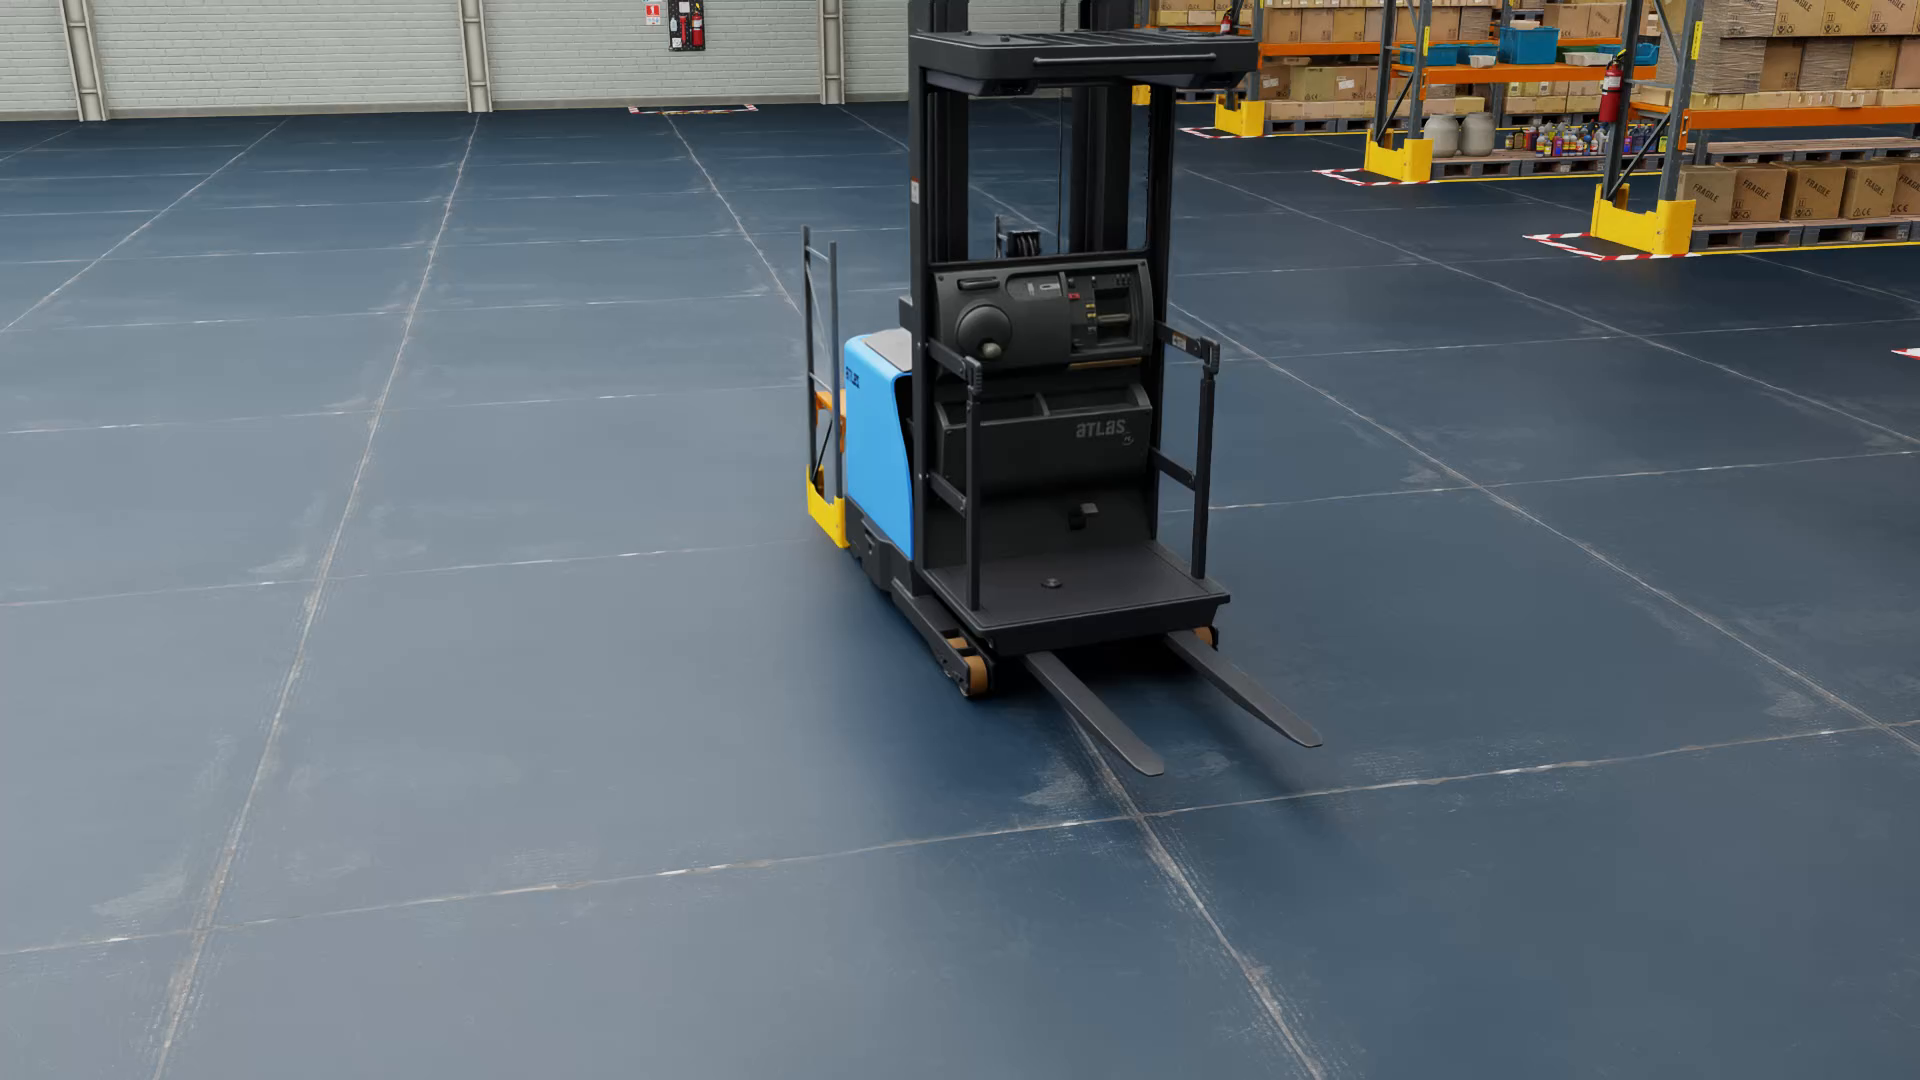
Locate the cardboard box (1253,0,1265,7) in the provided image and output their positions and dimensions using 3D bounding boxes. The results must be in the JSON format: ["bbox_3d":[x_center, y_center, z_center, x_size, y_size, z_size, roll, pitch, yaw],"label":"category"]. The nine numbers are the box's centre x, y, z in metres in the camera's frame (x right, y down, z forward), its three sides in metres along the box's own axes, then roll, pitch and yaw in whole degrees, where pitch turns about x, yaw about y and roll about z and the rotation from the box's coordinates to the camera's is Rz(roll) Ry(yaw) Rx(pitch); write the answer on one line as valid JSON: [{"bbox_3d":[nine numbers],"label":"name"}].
[{"bbox_3d":[4.572,-8.045,24.827,0.250,0.149,0.380,-5,21,-13],"label":"cardboard box"}]

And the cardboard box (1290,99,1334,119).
[{"bbox_3d":[5.303,-6.514,25.124,0.500,0.250,0.500,-5,21,-12],"label":"cardboard box"}]

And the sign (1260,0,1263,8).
[{"bbox_3d":[4.366,-7.857,24.028,0.005,0.325,0.100,-5,21,-12],"label":"sign"}]

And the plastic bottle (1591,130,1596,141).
[{"bbox_3d":[8.027,-5.025,20.980,0.133,0.283,0.061,-5,21,-12],"label":"plastic bottle"}]

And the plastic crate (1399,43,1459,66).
[{"bbox_3d":[5.798,-6.011,20.579,0.616,0.251,0.499,-5,21,-12],"label":"plastic crate"}]

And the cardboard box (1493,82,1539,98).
[{"bbox_3d":[8.596,-7.035,25.730,0.500,0.311,0.500,-5,21,-12],"label":"cardboard box"}]

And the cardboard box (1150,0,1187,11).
[{"bbox_3d":[3.634,-9.486,28.947,0.500,0.500,0.500,-5,21,-12],"label":"cardboard box"}]

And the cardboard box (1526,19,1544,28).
[{"bbox_3d":[8.950,-7.984,25.945,0.258,0.266,0.396,-5,21,-14],"label":"cardboard box"}]

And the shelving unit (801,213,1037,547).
[{"bbox_3d":[-0.195,-0.827,8.391,1.083,1.500,0.587,-7,21,-19],"label":"shelving unit"}]

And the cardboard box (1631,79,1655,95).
[{"bbox_3d":[10.580,-7.196,26.169,0.500,0.311,0.500,-5,21,-13],"label":"cardboard box"}]

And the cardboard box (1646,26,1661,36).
[{"bbox_3d":[10.801,-7.995,26.144,0.250,0.149,0.380,-3,20,-8],"label":"cardboard box"}]

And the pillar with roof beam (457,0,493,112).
[{"bbox_3d":[-7.105,-10.028,22.608,0.400,9.000,9.100,-5,21,-12],"label":"pillar with roof beam"}]

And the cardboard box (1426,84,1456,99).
[{"bbox_3d":[7.246,-7.029,25.438,0.500,0.500,0.500,-5,21,-12],"label":"cardboard box"}]

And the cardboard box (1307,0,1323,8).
[{"bbox_3d":[5.175,-7.951,24.571,0.250,0.149,0.380,-5,21,-12],"label":"cardboard box"}]

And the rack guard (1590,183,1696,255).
[{"bbox_3d":[6.594,-3.115,16.093,0.348,0.500,1.175,-5,21,-12],"label":"rack guard"}]

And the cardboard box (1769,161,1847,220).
[{"bbox_3d":[8.319,-3.452,16.402,0.500,0.500,0.500,-3,20,-7],"label":"cardboard box"}]

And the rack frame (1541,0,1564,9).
[{"bbox_3d":[10.886,-9.890,30.954,0.127,3.000,1.000,-5,21,-12],"label":"rack frame"}]

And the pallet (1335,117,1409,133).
[{"bbox_3d":[6.163,-6.460,25.643,1.213,0.211,1.003,-5,21,-12],"label":"pallet"}]

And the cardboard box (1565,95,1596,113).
[{"bbox_3d":[9.587,-6.853,26.049,0.500,0.250,0.500,-5,21,-14],"label":"cardboard box"}]

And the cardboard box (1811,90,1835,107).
[{"bbox_3d":[8.067,-4.209,15.809,0.250,0.149,0.380,-5,21,-12],"label":"cardboard box"}]

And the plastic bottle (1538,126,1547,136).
[{"bbox_3d":[7.453,-5.183,21.422,0.135,0.276,0.152,-5,21,-14],"label":"plastic bottle"}]

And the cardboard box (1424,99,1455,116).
[{"bbox_3d":[7.247,-6.676,25.565,0.500,0.250,0.500,-5,21,-12],"label":"cardboard box"}]

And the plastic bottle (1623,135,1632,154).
[{"bbox_3d":[8.376,-4.999,20.911,0.133,0.283,0.061,-3,20,-9],"label":"plastic bottle"}]

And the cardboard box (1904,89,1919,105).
[{"bbox_3d":[9.043,-4.284,16.014,0.250,0.149,0.380,-5,21,-12],"label":"cardboard box"}]

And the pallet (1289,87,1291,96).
[{"bbox_3d":[6.347,-8.200,30.392,1.213,0.211,1.003,-5,21,-12],"label":"pallet"}]

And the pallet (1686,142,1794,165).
[{"bbox_3d":[10.028,-5.023,21.721,1.213,0.211,1.003,-5,21,-12],"label":"pallet"}]

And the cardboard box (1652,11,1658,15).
[{"bbox_3d":[13.007,-9.874,31.245,0.250,0.149,0.380,-4,20,-11],"label":"cardboard box"}]

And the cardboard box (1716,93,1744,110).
[{"bbox_3d":[7.100,-4.121,15.570,0.250,0.149,0.380,-5,21,-12],"label":"cardboard box"}]

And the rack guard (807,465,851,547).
[{"bbox_3d":[-0.661,-0.179,8.441,0.087,0.250,0.587,-7,21,-19],"label":"rack guard"}]

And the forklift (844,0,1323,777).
[{"bbox_3d":[0.423,-0.912,6.543,1.130,2.935,3.031,-7,21,-19],"label":"forklift"}]

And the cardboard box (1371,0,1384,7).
[{"bbox_3d":[6.171,-8.031,24.790,0.250,0.149,0.380,-4,21,-12],"label":"cardboard box"}]

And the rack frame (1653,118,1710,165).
[{"bbox_3d":[9.273,-6.258,21.037,0.127,3.000,1.000,-5,21,-12],"label":"rack frame"}]

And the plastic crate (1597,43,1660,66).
[{"bbox_3d":[8.258,-6.009,20.575,0.616,0.251,0.499,-5,21,-12],"label":"plastic crate"}]

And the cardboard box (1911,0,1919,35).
[{"bbox_3d":[9.065,-5.049,15.705,0.500,0.500,0.500,-5,21,-12],"label":"cardboard box"}]

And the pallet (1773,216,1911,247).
[{"bbox_3d":[8.577,-3.128,16.546,1.213,0.211,1.003,-5,21,-12],"label":"pallet"}]

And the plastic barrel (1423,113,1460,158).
[{"bbox_3d":[6.003,-5.048,20.740,0.421,0.512,0.421,0,20,0],"label":"plastic barrel"}]

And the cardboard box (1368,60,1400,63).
[{"bbox_3d":[6.640,-7.163,25.805,0.500,0.500,0.500,-5,21,-12],"label":"cardboard box"}]

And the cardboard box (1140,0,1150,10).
[{"bbox_3d":[3.510,-9.657,29.415,0.500,0.500,0.500,-5,21,-13],"label":"cardboard box"}]

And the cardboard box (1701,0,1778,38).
[{"bbox_3d":[7.118,-4.892,15.276,0.500,0.500,0.500,-5,21,-12],"label":"cardboard box"}]

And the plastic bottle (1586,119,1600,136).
[{"bbox_3d":[8.208,-5.281,21.580,0.185,0.351,0.144,-6,21,-15],"label":"plastic bottle"}]

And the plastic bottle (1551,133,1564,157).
[{"bbox_3d":[7.441,-4.923,20.703,0.133,0.283,0.061,-4,21,-12],"label":"plastic bottle"}]

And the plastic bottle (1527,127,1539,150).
[{"bbox_3d":[7.343,-5.139,21.293,0.133,0.283,0.061,-5,21,-12],"label":"plastic bottle"}]

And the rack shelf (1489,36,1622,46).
[{"bbox_3d":[10.083,-7.737,26.120,4.000,0.370,1.077,-5,21,-12],"label":"rack shelf"}]

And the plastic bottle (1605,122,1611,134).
[{"bbox_3d":[8.425,-5.247,21.490,0.185,0.351,0.144,-5,21,-12],"label":"plastic bottle"}]

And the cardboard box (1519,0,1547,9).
[{"bbox_3d":[10.430,-10.103,30.750,0.500,0.500,0.700,-7,21,-19],"label":"cardboard box"}]

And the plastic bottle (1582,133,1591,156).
[{"bbox_3d":[7.844,-4.957,20.812,0.097,0.271,0.097,0,20,0],"label":"plastic bottle"}]

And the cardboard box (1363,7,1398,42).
[{"bbox_3d":[6.207,-7.802,25.108,0.500,0.500,0.700,-4,21,-11],"label":"cardboard box"}]

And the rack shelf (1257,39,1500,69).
[{"bbox_3d":[6.190,-7.420,25.255,4.000,0.370,1.077,-5,21,-12],"label":"rack shelf"}]

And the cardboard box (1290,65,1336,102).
[{"bbox_3d":[5.303,-6.866,24.993,0.500,0.500,0.500,-5,21,-12],"label":"cardboard box"}]

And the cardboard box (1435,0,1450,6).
[{"bbox_3d":[7.170,-8.113,25.012,0.250,0.149,0.380,-5,21,-13],"label":"cardboard box"}]

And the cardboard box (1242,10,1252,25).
[{"bbox_3d":[5.140,-9.252,29.400,0.500,0.250,0.500,-4,21,-12],"label":"cardboard box"}]

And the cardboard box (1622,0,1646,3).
[{"bbox_3d":[12.412,-10.117,30.964,0.500,0.500,0.500,-5,21,-13],"label":"cardboard box"}]

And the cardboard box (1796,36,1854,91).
[{"bbox_3d":[8.017,-4.609,15.958,0.500,0.500,0.875,-5,21,-12],"label":"cardboard box"}]

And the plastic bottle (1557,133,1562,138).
[{"bbox_3d":[7.684,-5.125,21.373,0.097,0.201,0.097,0,20,0],"label":"plastic bottle"}]

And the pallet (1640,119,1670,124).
[{"bbox_3d":[11.219,-6.871,26.765,1.213,0.211,1.003,-5,21,-12],"label":"pallet"}]

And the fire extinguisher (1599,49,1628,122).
[{"bbox_3d":[6.302,-4.392,16.056,0.183,0.674,0.296,-5,21,-12],"label":"fire extinguisher"}]
